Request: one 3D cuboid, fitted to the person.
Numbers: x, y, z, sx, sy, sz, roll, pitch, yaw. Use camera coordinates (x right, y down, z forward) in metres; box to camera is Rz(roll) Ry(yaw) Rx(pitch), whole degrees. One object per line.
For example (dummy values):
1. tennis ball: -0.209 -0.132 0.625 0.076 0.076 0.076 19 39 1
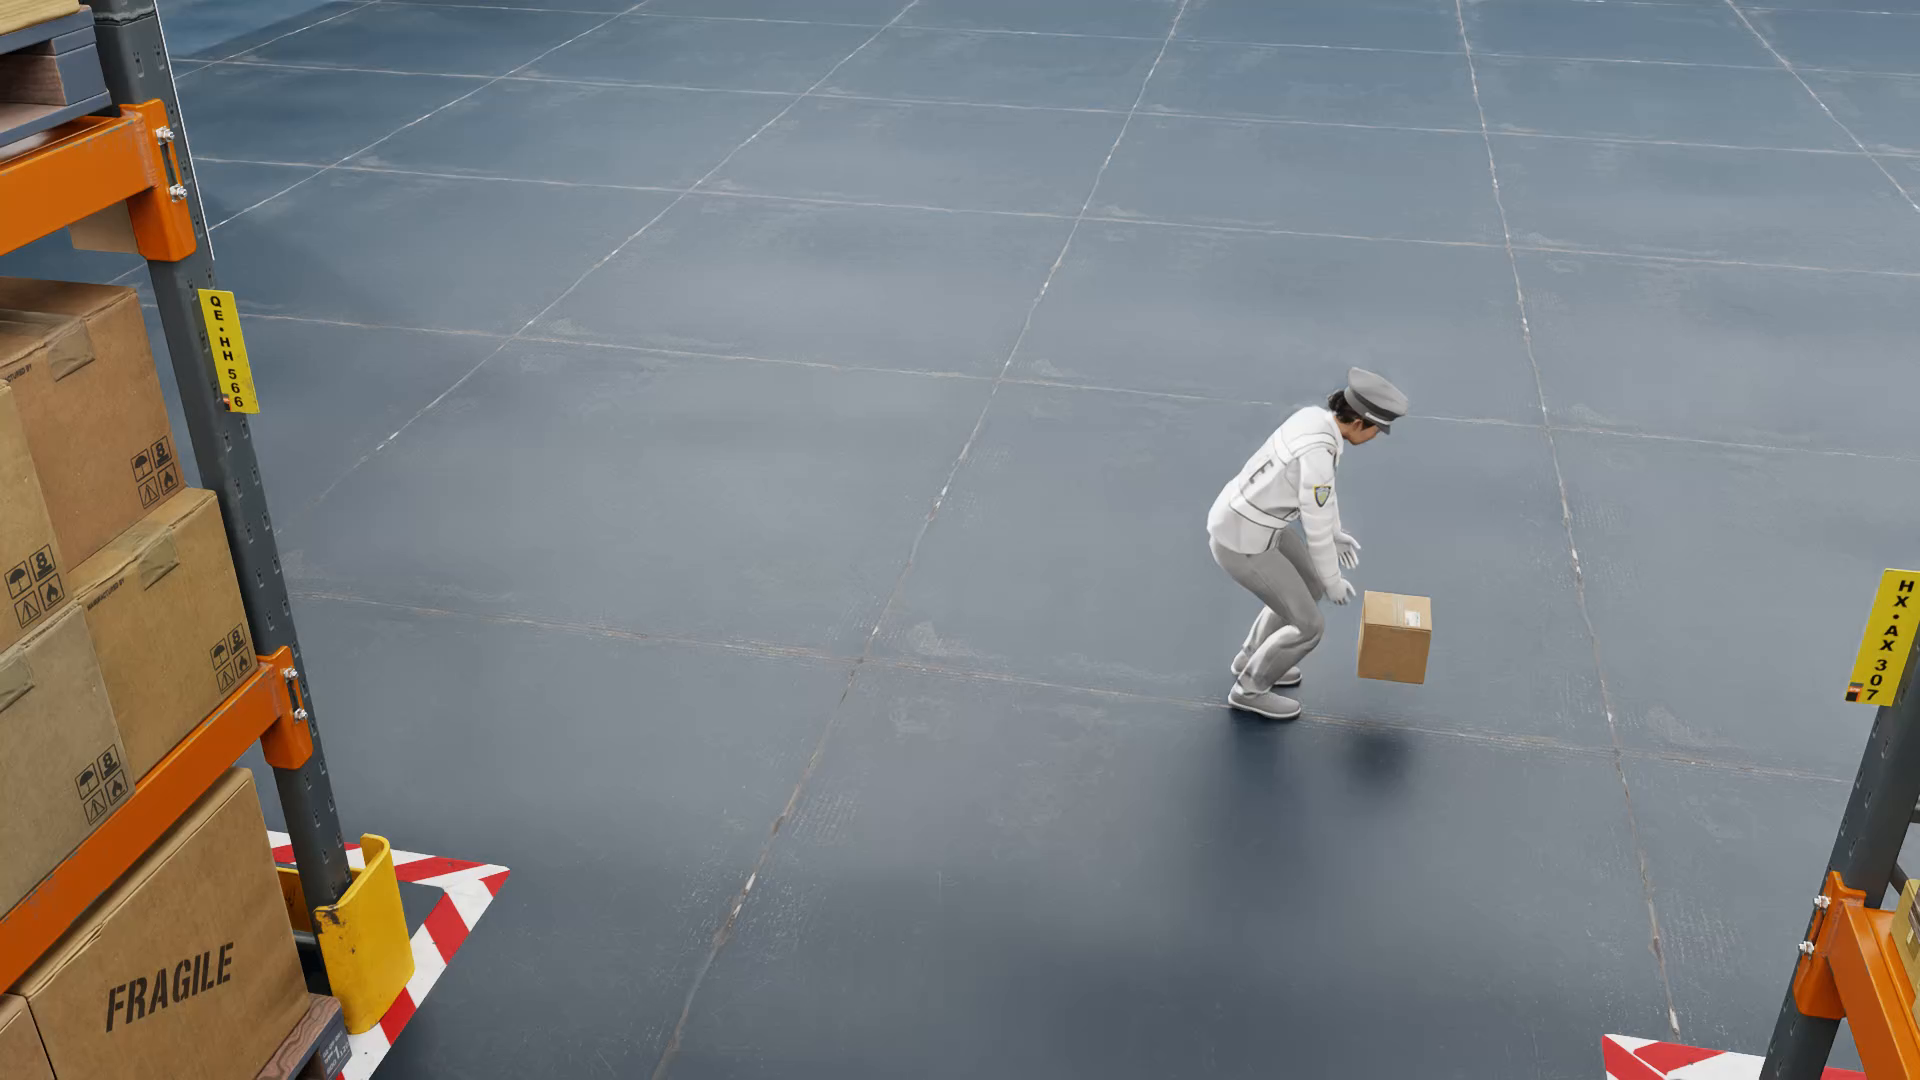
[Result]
1. person: 1.300 -0.002 6.407 0.691 1.403 0.535 6 30 11
